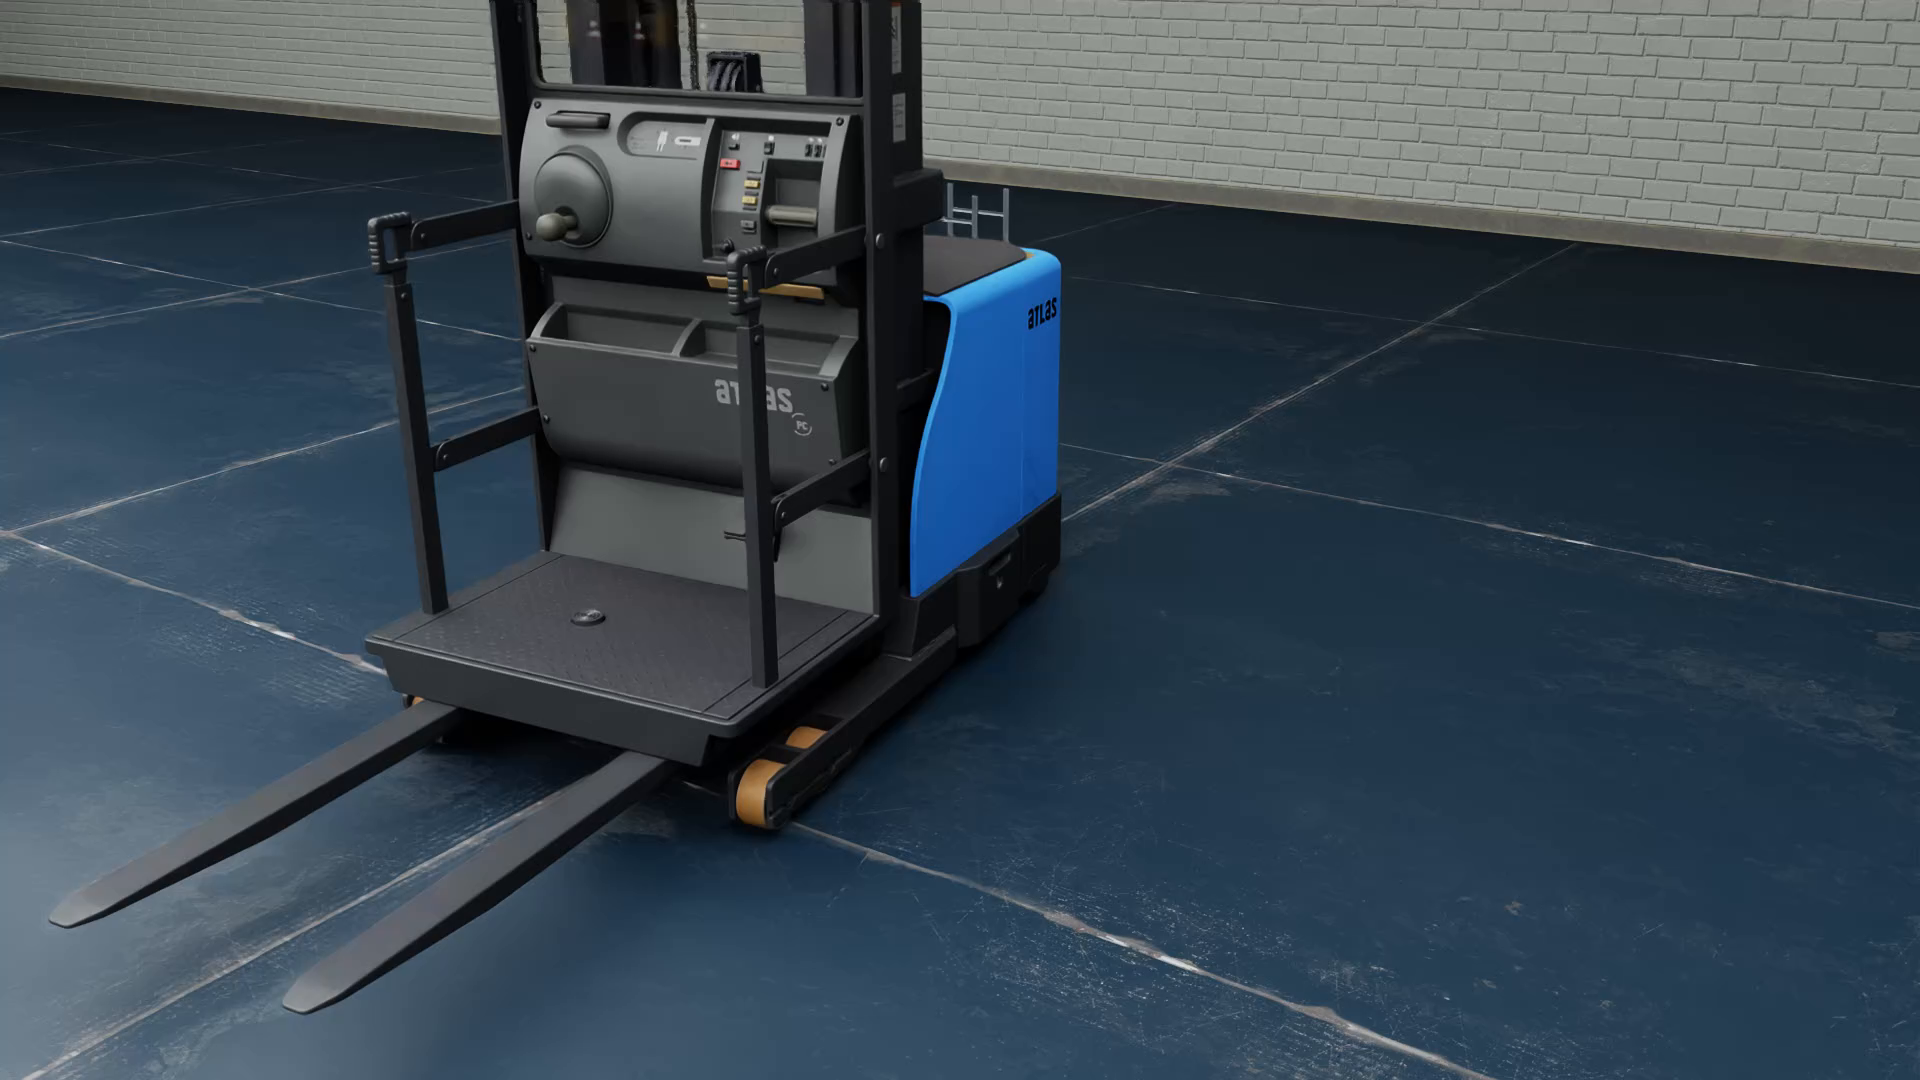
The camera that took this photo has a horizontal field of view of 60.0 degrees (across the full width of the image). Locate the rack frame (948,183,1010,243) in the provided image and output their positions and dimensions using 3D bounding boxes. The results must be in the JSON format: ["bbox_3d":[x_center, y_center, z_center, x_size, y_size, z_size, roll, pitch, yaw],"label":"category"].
[{"bbox_3d":[0.060,-0.593,5.639,0.240,1.200,0.006,13,24,32],"label":"rack frame"}]

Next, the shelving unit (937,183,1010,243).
[{"bbox_3d":[0.008,-0.567,5.568,0.258,1.200,0.189,13,24,32],"label":"shelving unit"}]

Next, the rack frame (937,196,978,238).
[{"bbox_3d":[-0.043,-0.541,5.497,0.240,1.200,0.006,13,24,32],"label":"rack frame"}]

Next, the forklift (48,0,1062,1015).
[{"bbox_3d":[-0.777,-0.864,3.876,1.130,2.935,3.031,10,22,24],"label":"forklift"}]
